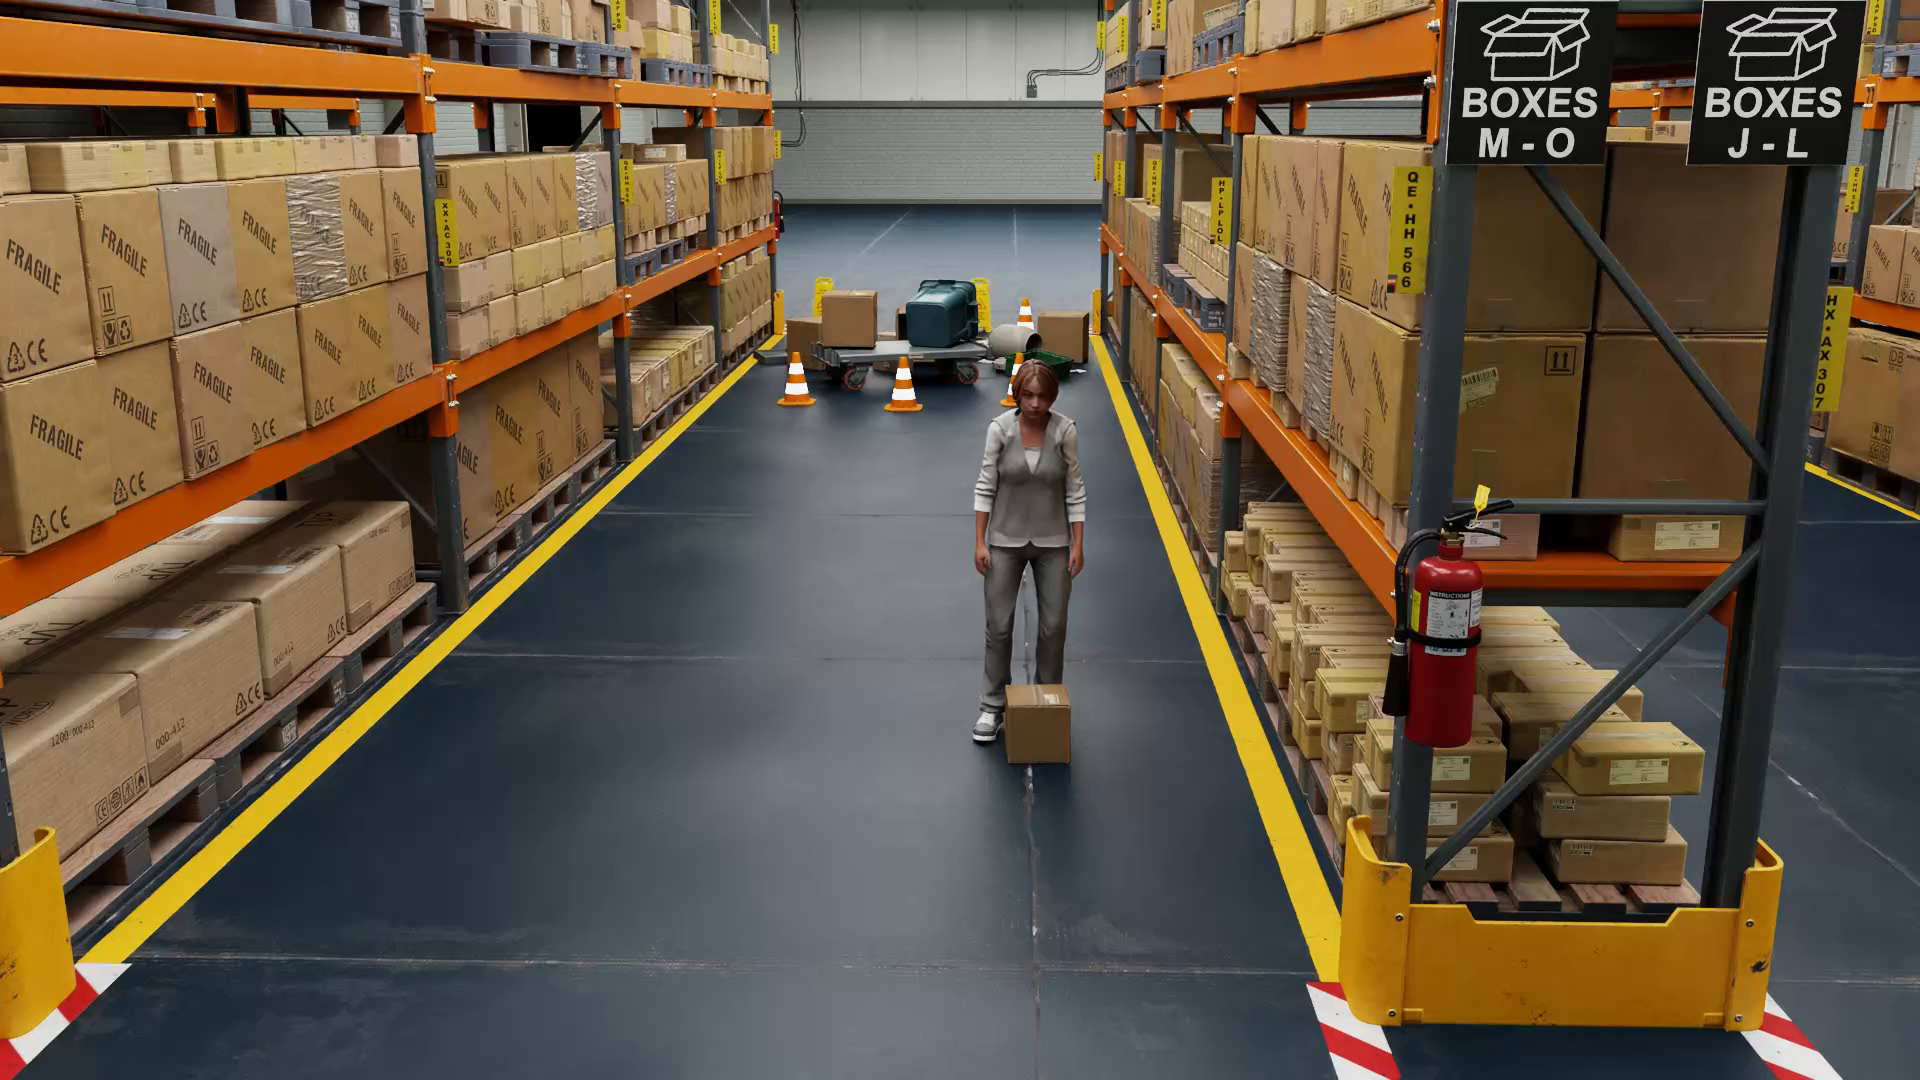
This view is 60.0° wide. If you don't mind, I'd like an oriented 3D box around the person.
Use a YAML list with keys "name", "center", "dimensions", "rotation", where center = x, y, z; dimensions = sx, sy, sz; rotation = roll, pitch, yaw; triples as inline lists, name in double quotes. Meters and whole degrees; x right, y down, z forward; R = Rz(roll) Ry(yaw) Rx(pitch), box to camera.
- name: "person"
  center: [0.286, 0.042, 6.860]
  dimensions: [0.463, 1.593, 0.343]
  rotation: [0, 14, 1]
